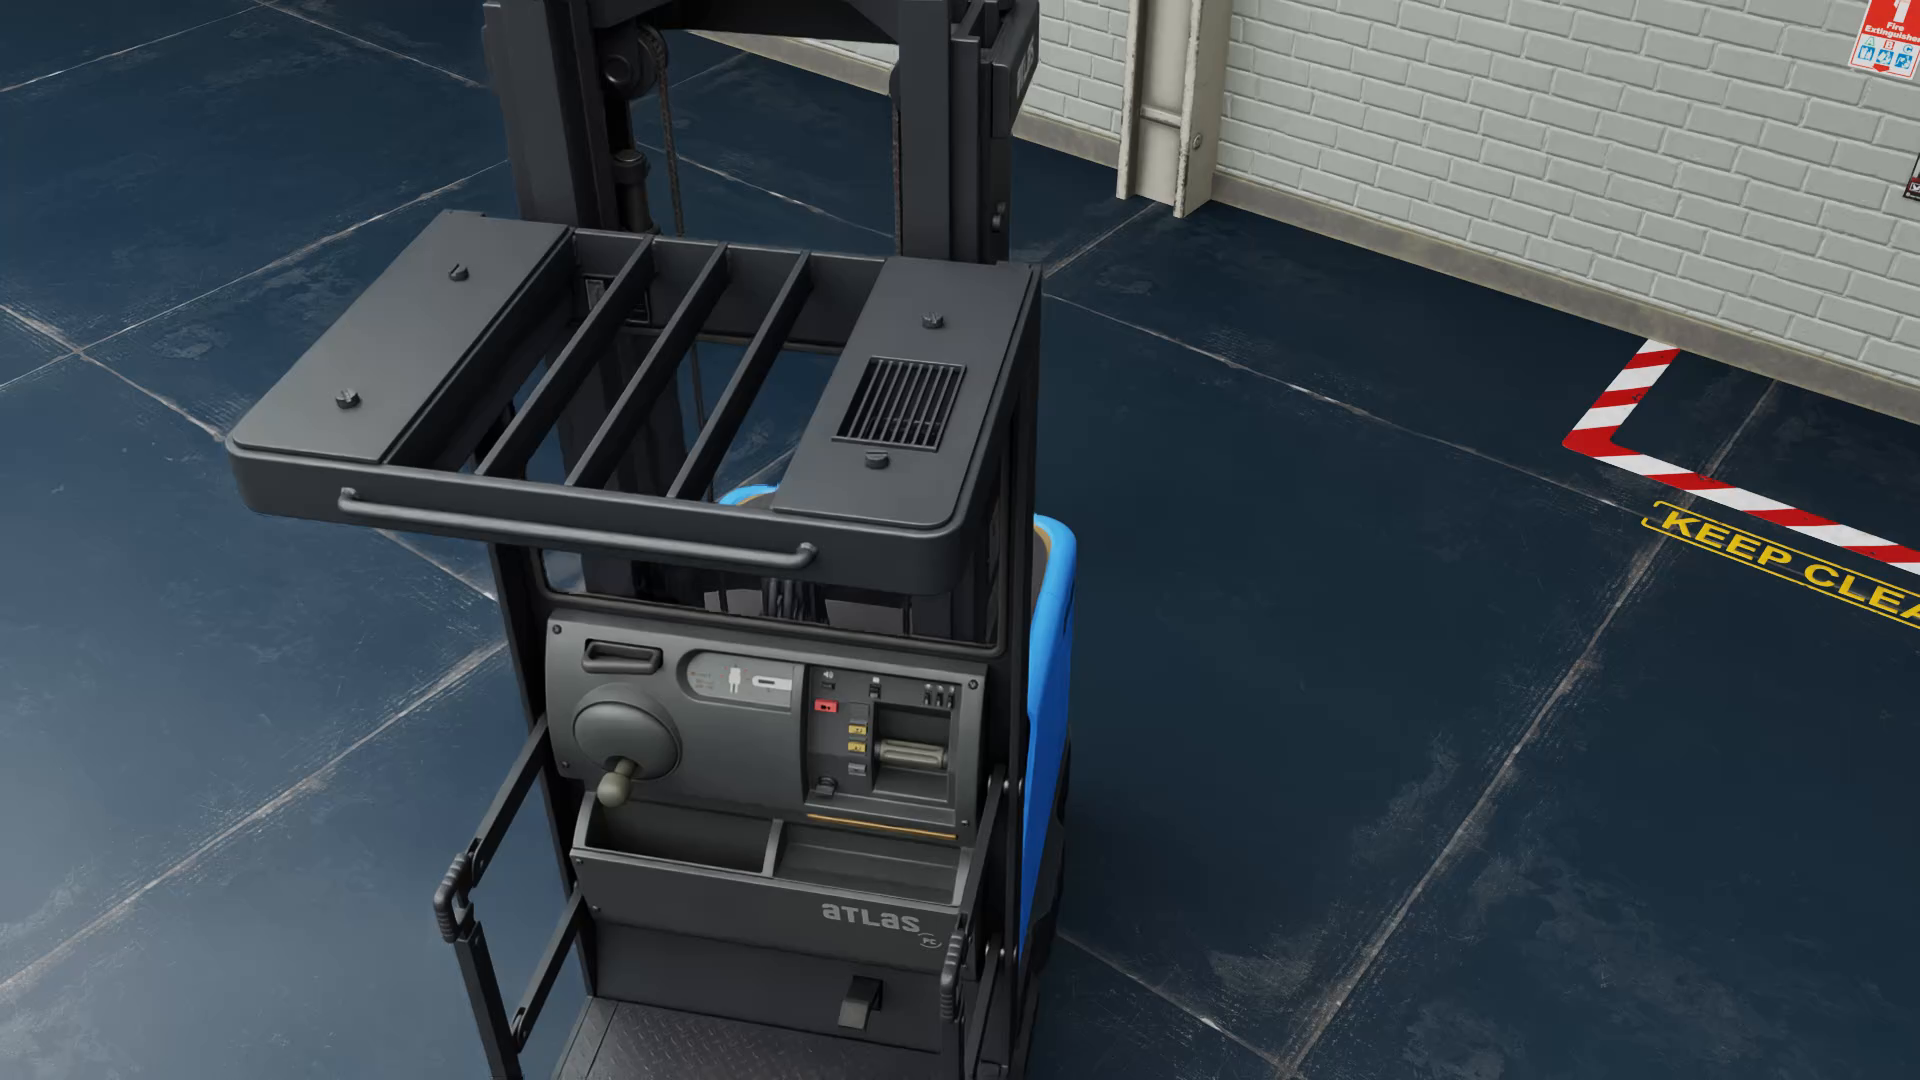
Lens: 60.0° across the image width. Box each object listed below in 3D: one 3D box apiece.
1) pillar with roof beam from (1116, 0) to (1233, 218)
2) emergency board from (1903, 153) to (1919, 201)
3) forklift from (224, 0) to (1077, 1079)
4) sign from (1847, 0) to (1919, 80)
[{"bbox_3d":[-1.571,-3.189,3.024,0.400,9.000,9.100,25,45,29],"label":"pillar with roof beam"},{"bbox_3d":[3.875,-1.645,5.917,0.626,1.169,0.157,25,45,29],"label":"emergency board"},{"bbox_3d":[-0.450,0.465,3.279,1.130,2.935,3.031,7,39,9],"label":"forklift"},{"bbox_3d":[3.494,-1.904,6.220,0.234,0.329,0.001,25,45,29],"label":"sign"}]
